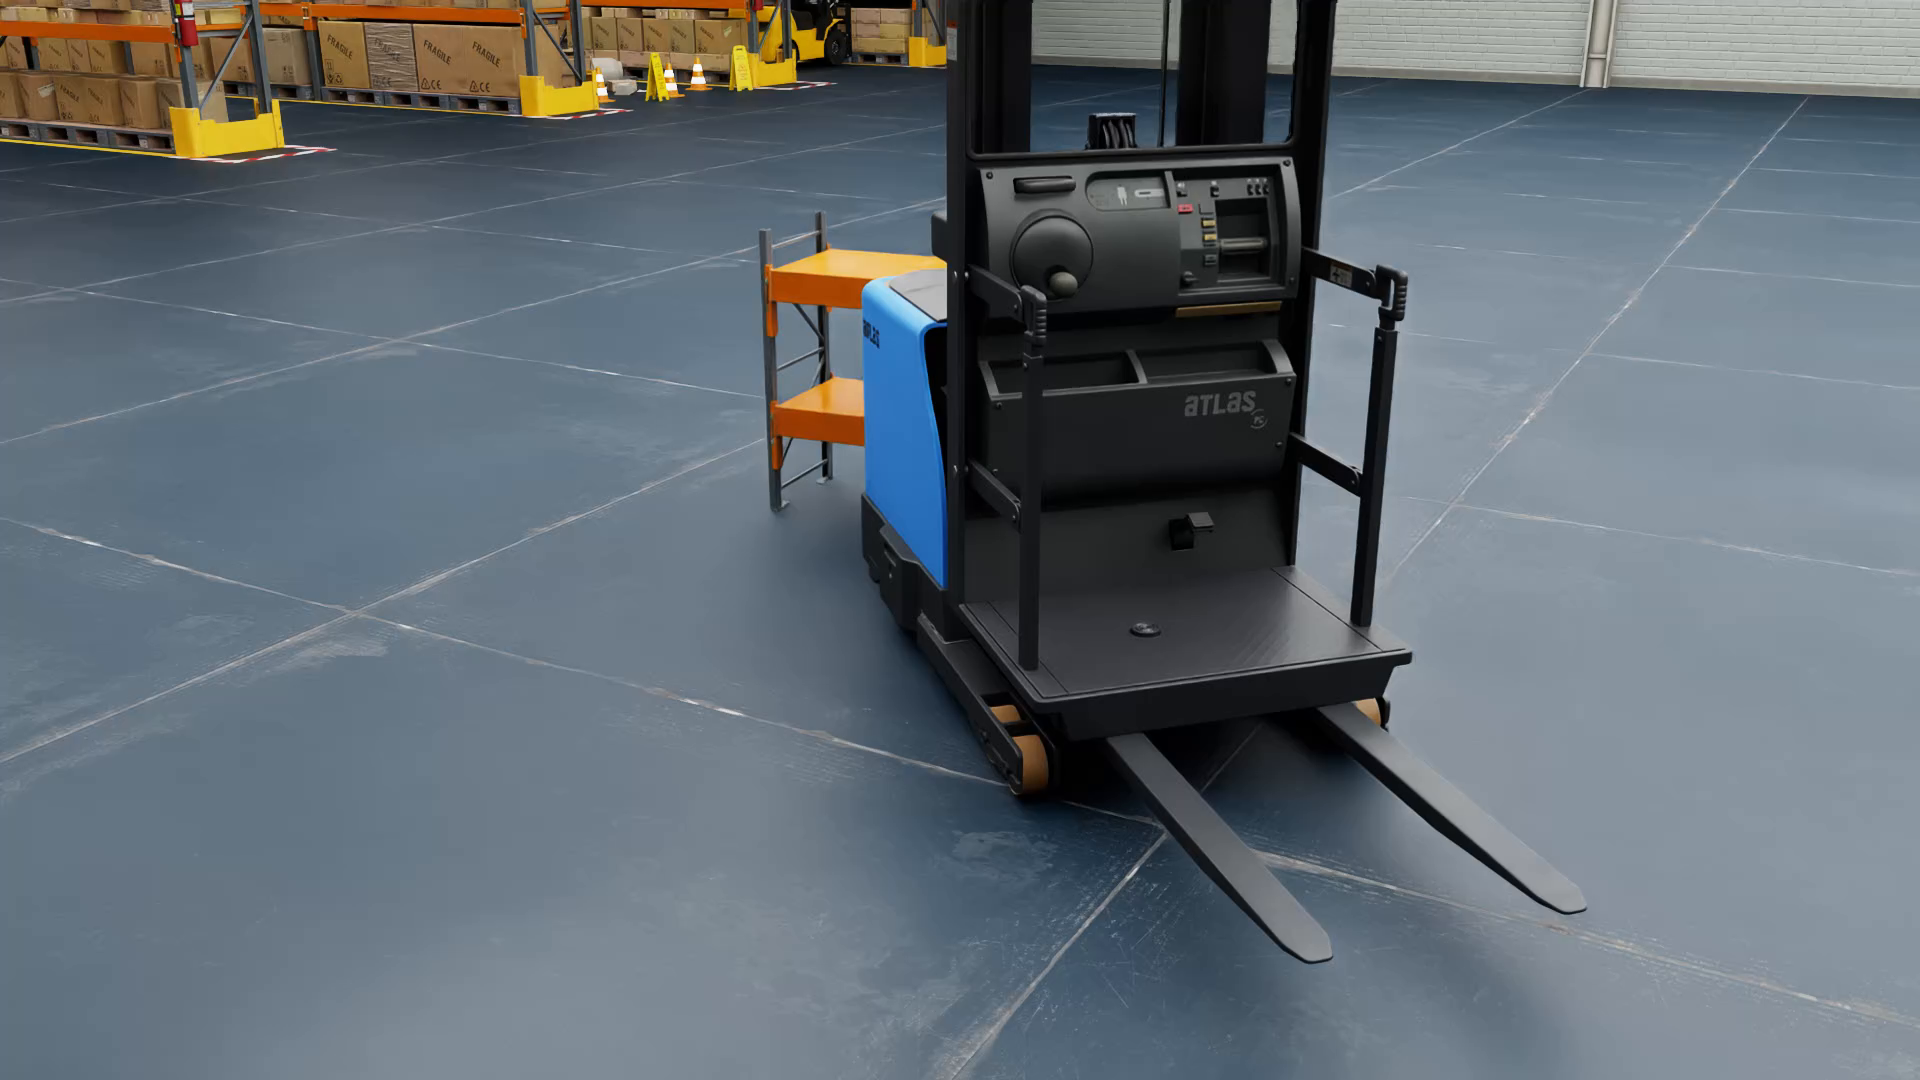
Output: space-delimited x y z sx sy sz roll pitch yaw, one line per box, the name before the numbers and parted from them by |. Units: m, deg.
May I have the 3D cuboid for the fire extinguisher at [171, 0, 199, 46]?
fire extinguisher | -7.899 -5.391 16.941 0.183 0.674 0.296 11 23 27

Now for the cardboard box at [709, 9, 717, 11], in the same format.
cardboard box | -5.151 -9.973 32.326 0.625 0.625 0.875 11 22 27

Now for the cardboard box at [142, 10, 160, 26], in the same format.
cardboard box | -8.342 -5.493 17.478 0.250 0.149 0.380 11 23 27

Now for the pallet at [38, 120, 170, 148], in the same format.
pallet | -9.594 -4.634 18.831 1.213 0.211 1.003 11 23 27

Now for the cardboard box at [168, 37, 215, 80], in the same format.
cardboard box | -10.999 -7.241 24.612 0.750 0.750 1.050 11 23 28

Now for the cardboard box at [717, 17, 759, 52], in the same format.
cardboard box | -3.532 -8.011 26.368 0.500 0.500 0.500 10 22 26

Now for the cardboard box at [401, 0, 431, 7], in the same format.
cardboard box | -7.015 -7.453 22.293 0.500 0.550 0.875 11 23 27

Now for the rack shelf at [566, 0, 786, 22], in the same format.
rack shelf | -4.688 -8.528 26.531 4.000 0.370 1.077 11 23 27

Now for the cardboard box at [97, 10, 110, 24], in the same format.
cardboard box | -8.994 -5.619 17.826 0.250 0.149 0.380 11 23 27

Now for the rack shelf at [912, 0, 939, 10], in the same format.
rack shelf | -2.270 -10.006 30.607 4.000 0.370 1.077 11 23 27

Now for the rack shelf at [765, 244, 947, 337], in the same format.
rack shelf | -0.185 -0.932 6.427 1.000 0.278 0.538 8 21 21

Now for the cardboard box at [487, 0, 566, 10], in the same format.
cardboard box | -5.613 -7.162 21.490 0.550 0.550 0.875 11 23 27

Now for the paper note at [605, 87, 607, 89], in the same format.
paper note | -5.406 -6.883 25.312 0.148 0.019 0.142 -16 26 -38

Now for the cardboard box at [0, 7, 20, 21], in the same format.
cardboard box | -10.361 -5.834 18.417 0.250 0.149 0.380 11 23 27

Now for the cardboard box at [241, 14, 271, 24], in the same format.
cardboard box | -12.837 -9.649 31.065 0.875 0.875 0.875 12 23 29

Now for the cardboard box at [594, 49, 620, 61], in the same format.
cardboard box | -5.579 -7.840 26.995 0.500 0.250 0.500 12 23 30

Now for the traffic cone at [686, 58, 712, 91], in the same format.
traffic cone | -3.946 -7.029 25.063 0.334 0.463 0.336 11 23 27

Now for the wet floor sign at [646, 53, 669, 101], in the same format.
wet floor sign | -4.276 -6.521 23.396 0.232 0.644 0.267 7 21 18

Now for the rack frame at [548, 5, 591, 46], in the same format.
rack frame | -6.434 -9.199 27.326 0.127 3.000 1.000 11 23 27

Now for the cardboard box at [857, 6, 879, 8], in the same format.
cardboard box | -1.721 -9.691 30.634 0.500 0.250 0.500 11 22 27

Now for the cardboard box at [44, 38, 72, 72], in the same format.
cardboard box | -13.875 -7.598 25.963 0.500 0.500 0.500 10 22 25

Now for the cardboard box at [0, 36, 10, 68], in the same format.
cardboard box | -15.228 -7.859 26.683 0.500 0.500 0.500 12 23 29

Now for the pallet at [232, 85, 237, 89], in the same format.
pallet | -11.600 -6.909 25.103 1.213 0.211 1.003 11 23 27

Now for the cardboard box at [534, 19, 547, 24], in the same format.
cardboard box | -8.414 -10.457 33.845 0.500 0.500 0.500 10 22 26

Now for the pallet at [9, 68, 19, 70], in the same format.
pallet | -15.063 -7.599 27.004 1.213 0.211 1.003 11 23 27

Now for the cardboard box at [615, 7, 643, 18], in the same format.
cardboard box | -5.284 -8.415 26.531 0.250 0.149 0.380 12 23 30

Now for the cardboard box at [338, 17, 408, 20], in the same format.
cardboard box | -10.488 -9.202 29.835 0.875 0.875 0.875 11 22 27

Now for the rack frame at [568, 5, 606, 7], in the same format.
rack frame | -7.508 -11.342 33.235 0.127 3.000 1.000 11 23 27

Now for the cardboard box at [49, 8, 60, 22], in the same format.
cardboard box | -9.669 -5.732 18.136 0.250 0.149 0.380 11 23 27

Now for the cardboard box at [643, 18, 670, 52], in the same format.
cardboard box | -4.663 -8.018 26.388 0.500 0.500 0.500 10 22 26

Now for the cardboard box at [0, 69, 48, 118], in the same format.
cardboard box | -10.937 -5.193 19.331 0.500 0.500 0.500 10 22 26

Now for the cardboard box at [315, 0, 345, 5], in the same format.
cardboard box | -8.431 -7.721 23.032 0.550 0.550 0.875 11 23 27

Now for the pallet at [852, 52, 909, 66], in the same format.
pallet | -1.212 -8.816 30.359 1.213 0.211 1.003 11 23 27

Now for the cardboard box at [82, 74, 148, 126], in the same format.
cardboard box | -9.387 -4.914 18.562 0.500 0.500 0.500 13 24 32

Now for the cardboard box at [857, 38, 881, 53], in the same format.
cardboard box | -1.518 -8.986 30.156 0.500 0.250 0.500 11 23 27

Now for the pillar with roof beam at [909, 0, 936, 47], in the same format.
pillar with roof beam | -2.792 -11.935 26.070 0.400 9.000 9.100 11 23 27

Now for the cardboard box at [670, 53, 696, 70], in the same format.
cardboard box | -4.227 -7.581 26.283 0.500 0.250 0.500 11 23 27

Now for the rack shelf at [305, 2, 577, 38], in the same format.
rack shelf | -7.013 -7.038 22.423 4.000 0.370 1.077 11 23 27

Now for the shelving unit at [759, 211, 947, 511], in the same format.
shelving unit | -0.185 -0.657 6.526 1.048 1.125 0.538 8 21 21

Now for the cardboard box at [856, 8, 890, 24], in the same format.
cardboard box | -1.527 -9.454 29.978 0.500 0.250 0.500 11 23 28

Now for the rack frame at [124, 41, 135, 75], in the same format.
rack frame | -12.251 -8.374 25.051 0.127 3.000 1.000 11 23 27

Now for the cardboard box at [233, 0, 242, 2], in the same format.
cardboard box | -10.228 -7.931 23.683 0.500 0.500 0.500 11 23 28

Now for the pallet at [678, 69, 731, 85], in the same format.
pallet | -3.700 -7.381 26.403 1.213 0.211 1.003 11 23 27

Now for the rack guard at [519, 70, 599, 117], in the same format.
rack guard | -5.246 -5.864 21.798 0.348 0.500 1.175 11 23 27

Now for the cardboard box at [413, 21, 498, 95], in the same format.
cardboard box | -6.661 -6.481 22.332 0.875 0.875 0.875 10 22 26

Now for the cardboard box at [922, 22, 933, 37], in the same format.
cardboard box | -0.833 -9.292 30.265 0.500 0.250 0.500 11 23 28

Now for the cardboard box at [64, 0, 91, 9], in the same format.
cardboard box | -9.152 -6.013 17.961 0.500 0.500 0.875 11 23 27

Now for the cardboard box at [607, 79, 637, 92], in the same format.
cardboard box | -5.070 -6.810 24.921 0.380 0.149 0.250 -11 23 -29

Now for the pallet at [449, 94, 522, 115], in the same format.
pallet | -6.004 -5.842 22.161 1.213 0.211 1.003 11 23 27

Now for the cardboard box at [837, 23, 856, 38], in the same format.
cardboard box | -1.995 -9.306 30.304 0.500 0.250 0.500 10 22 26

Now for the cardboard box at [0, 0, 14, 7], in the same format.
cardboard box | -10.485 -6.249 18.609 0.500 0.500 0.875 11 23 27

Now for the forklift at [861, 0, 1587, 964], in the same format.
forklift | 0.572 -0.842 4.387 1.130 2.935 3.031 -6 21 -16

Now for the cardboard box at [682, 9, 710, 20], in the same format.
cardboard box | -4.121 -8.193 25.917 0.250 0.149 0.380 12 23 29

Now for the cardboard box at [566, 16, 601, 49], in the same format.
cardboard box | -6.050 -8.278 27.103 0.500 0.500 0.500 12 23 30
